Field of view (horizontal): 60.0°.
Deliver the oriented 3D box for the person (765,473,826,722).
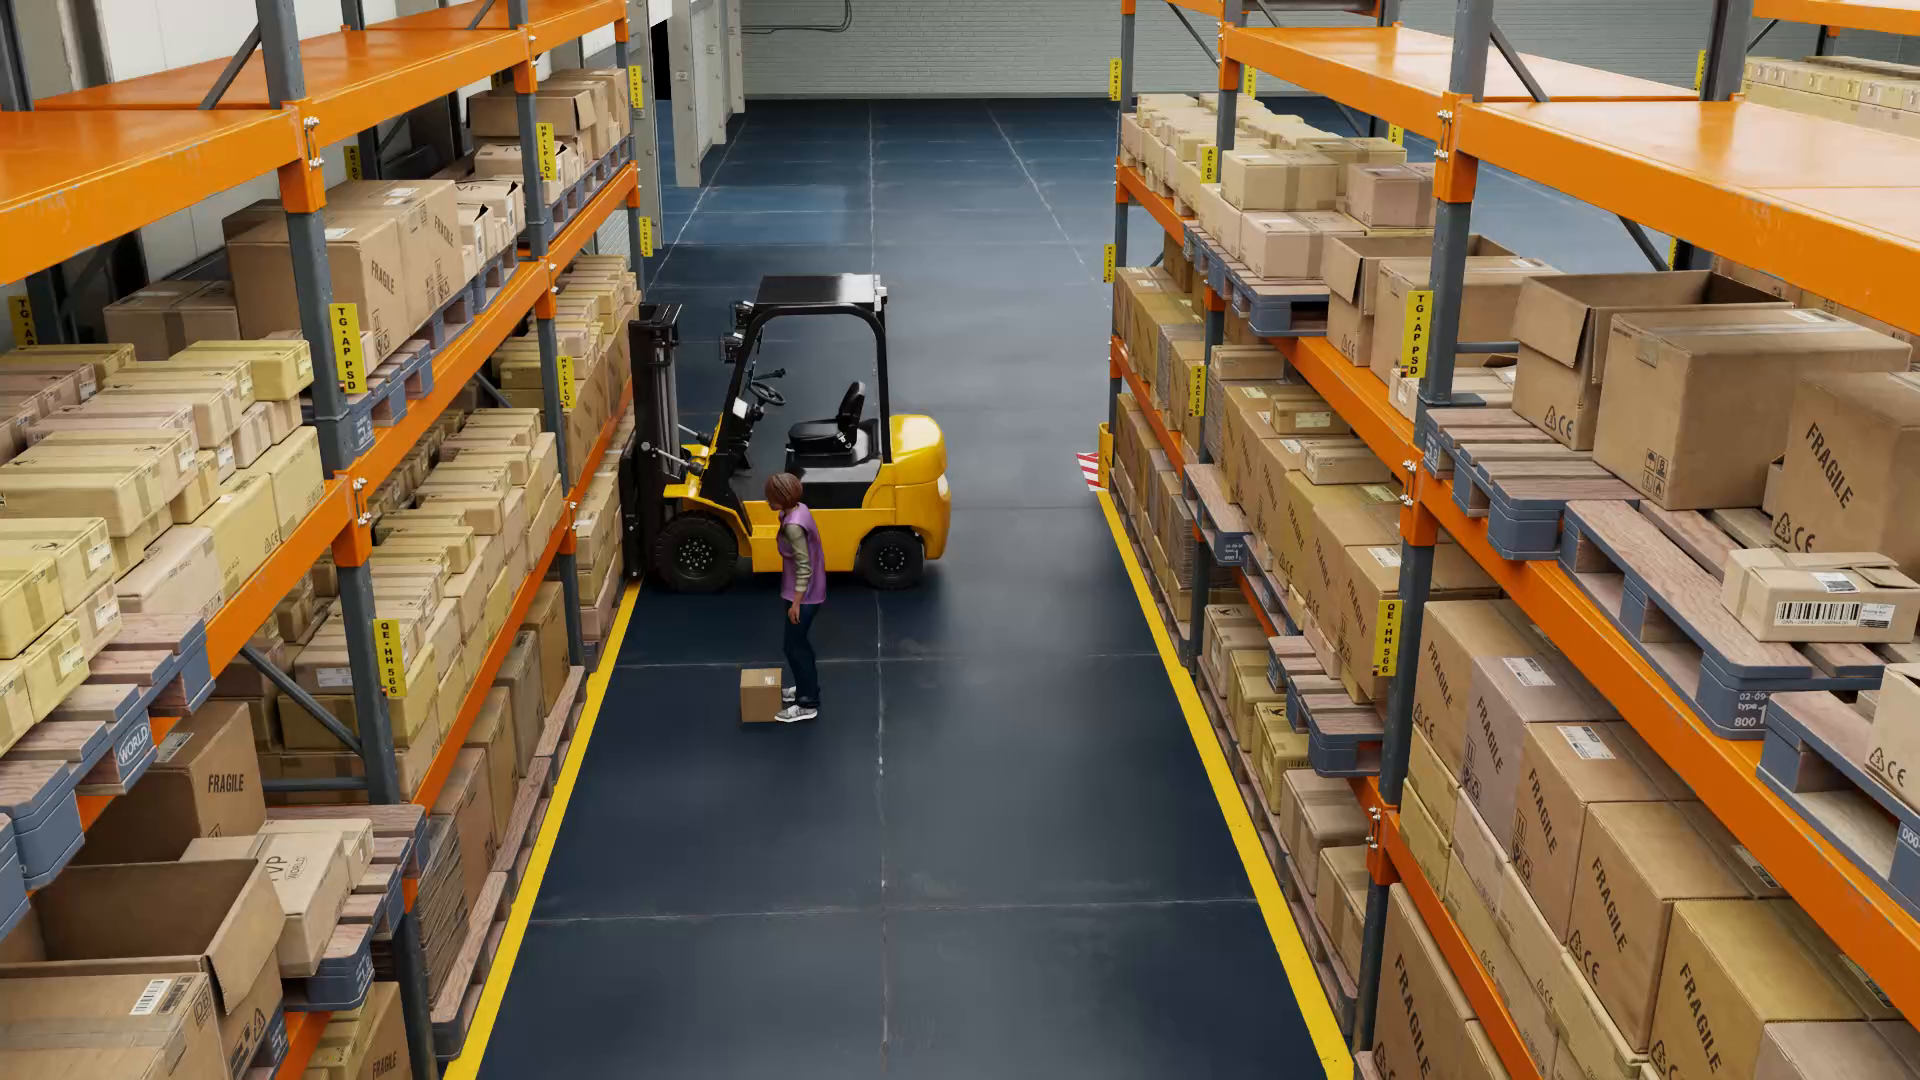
[{"bbox_3d":[-0.997,0.338,10.201,0.351,1.592,0.483,-2,21,-6],"label":"person"}]
